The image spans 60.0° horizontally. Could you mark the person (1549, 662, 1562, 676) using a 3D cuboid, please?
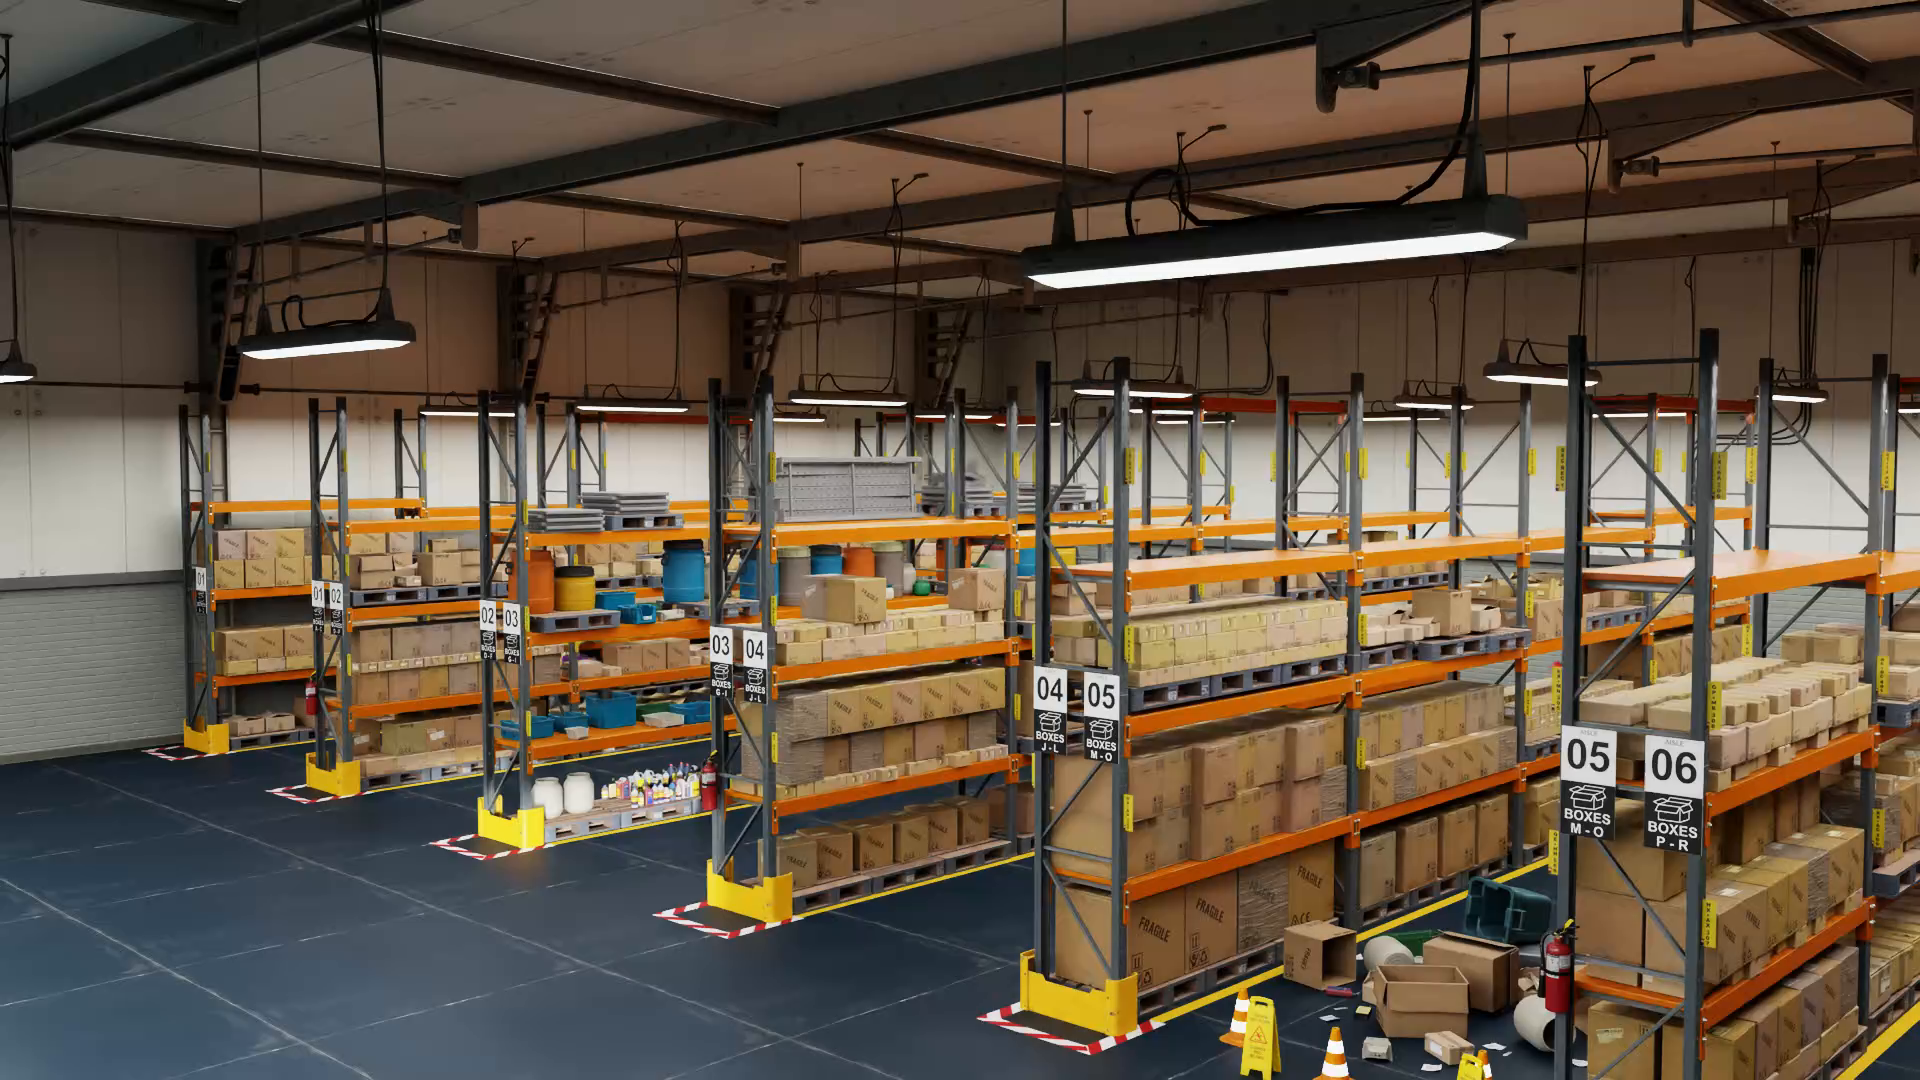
[{"bbox_3d":[9.623,2.881,26.783,0.750,1.852,0.679,-3,4,-42],"label":"person"}]

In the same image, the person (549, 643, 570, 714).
[{"bbox_3d":[-7.242,2.685,30.355,0.913,1.811,0.710,-3,4,-42],"label":"person"}]

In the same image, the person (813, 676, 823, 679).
[{"bbox_3d":[-2.572,2.845,29.108,0.566,1.559,0.545,2,4,39],"label":"person"}]
